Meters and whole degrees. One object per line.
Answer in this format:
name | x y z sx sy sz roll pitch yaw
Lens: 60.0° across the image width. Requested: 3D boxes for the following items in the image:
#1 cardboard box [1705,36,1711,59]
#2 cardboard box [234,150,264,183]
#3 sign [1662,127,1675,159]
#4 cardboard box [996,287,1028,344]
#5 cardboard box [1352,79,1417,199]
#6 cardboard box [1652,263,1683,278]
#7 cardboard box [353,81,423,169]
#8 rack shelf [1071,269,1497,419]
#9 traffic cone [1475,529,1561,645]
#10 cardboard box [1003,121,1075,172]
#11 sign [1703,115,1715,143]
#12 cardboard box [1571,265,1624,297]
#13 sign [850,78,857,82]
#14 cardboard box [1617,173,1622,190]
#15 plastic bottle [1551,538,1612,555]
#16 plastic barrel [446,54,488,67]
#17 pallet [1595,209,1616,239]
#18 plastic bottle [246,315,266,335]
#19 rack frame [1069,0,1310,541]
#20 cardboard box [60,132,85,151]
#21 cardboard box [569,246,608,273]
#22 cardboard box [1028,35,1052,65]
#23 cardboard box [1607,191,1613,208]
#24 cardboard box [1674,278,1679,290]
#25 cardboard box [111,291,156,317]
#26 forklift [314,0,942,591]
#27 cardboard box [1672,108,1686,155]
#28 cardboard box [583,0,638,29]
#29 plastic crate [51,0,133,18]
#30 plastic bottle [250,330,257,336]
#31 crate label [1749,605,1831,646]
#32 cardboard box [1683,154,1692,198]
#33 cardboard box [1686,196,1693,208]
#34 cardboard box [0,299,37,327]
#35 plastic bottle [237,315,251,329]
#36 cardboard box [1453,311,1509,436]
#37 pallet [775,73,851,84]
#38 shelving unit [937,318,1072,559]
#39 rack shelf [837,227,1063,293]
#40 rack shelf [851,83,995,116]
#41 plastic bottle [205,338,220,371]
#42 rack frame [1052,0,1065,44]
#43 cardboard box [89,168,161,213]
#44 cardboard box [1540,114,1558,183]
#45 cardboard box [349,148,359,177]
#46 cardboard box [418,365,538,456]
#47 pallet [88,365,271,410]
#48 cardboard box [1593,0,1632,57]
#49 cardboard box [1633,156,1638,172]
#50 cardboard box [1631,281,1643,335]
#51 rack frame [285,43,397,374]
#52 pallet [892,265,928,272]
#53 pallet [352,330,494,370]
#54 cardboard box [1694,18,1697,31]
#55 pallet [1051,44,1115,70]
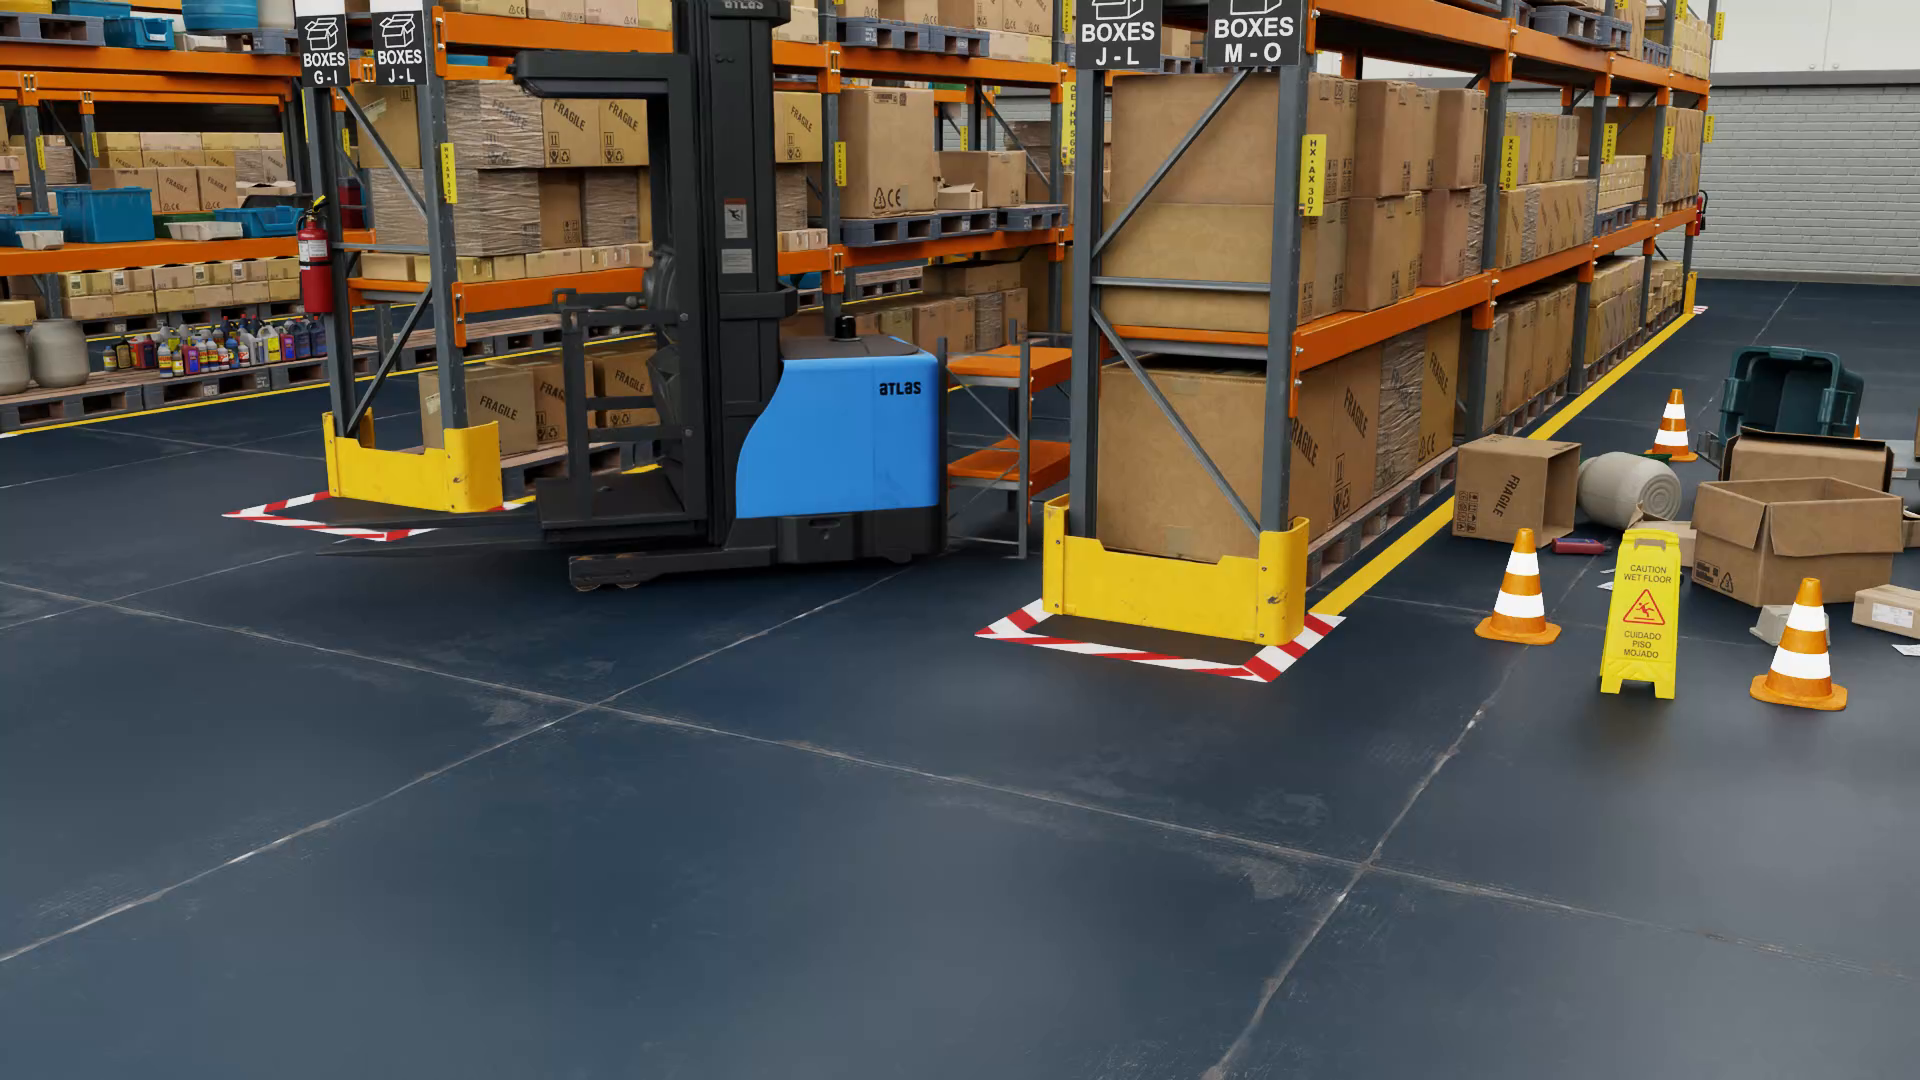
cardboard box | 8.701 -5.891 19.924 0.500 0.250 0.500 7 15 26
cardboard box | -11.025 -5.704 25.402 0.500 0.500 0.500 7 15 28
sign | 7.255 -4.066 17.030 0.100 0.325 0.005 7 15 28
cardboard box | 0.234 -2.187 16.099 0.700 0.500 0.500 6 15 25
cardboard box | 1.754 -1.996 8.289 0.875 0.550 0.550 7 15 28
cardboard box | 8.481 -3.244 20.006 0.380 0.149 0.250 7 15 27
cardboard box | -3.277 -2.507 10.049 0.500 0.500 0.500 7 15 28
rack shelf | 1.933 -1.164 8.998 1.077 0.370 4.000 7 15 28
traffic cone | 2.466 0.181 7.294 0.336 0.463 0.334 7 15 28
cardboard box | 0.908 -4.012 16.922 0.797 0.503 0.637 8 16 30
sign | 9.177 -5.036 20.377 0.100 0.325 0.005 7 15 28
cardboard box | 5.874 -2.417 15.495 0.500 0.250 0.500 8 15 28
sign | -1.381 -6.109 21.556 0.100 0.325 0.005 7 15 28
cardboard box | 5.991 -3.368 15.610 0.380 0.149 0.250 8 16 30
plastic bottle | 3.275 0.035 8.759 0.283 0.061 0.133 2 14 9
plastic barrel | -5.041 -5.167 16.598 0.600 0.901 0.708 7 15 28
pallet | 5.085 -2.810 14.699 1.213 0.211 1.003 7 15 28
plastic bottle | -6.356 -1.859 15.060 0.144 0.351 0.185 7 15 28
rack frame | 0.966 -1.104 7.212 1.000 3.000 0.127 7 15 28
cardboard box | -12.476 -5.701 23.791 0.500 0.250 0.500 8 16 30
cardboard box | -2.479 -1.799 10.630 0.380 0.149 0.250 7 15 28
cardboard box | 0.525 -4.588 15.583 0.500 0.250 0.500 7 15 28
cardboard box | 5.742 -3.117 15.202 0.380 0.149 0.250 8 16 30
cardboard box | 8.446 -3.102 20.051 0.380 0.149 0.250 7 15 26
cardboard box | -9.403 -2.657 18.626 0.500 0.250 0.500 8 16 29
forklift | -1.668 -1.315 8.233 3.031 2.935 1.130 -4 14 -15
cardboard box | 7.706 -4.518 18.392 0.500 0.500 0.500 8 16 29
cardboard box | -2.381 -3.349 10.445 0.500 0.250 0.500 7 15 28
plastic crate | -7.005 -4.123 13.371 0.392 0.384 0.575 7 15 28
plastic bottle | -6.139 -1.698 14.532 0.061 0.283 0.133 7 15 28
crate label | 3.616 0.369 7.210 0.250 0.136 0.298 0 14 -1
cardboard box | 8.219 -4.248 19.406 0.500 0.500 0.500 7 15 28
cardboard box | 8.791 -4.165 20.447 0.380 0.149 0.250 7 15 28
cardboard box | -10.096 -2.378 17.467 0.500 0.250 0.500 7 15 28
plastic bottle | -6.483 -1.876 15.127 0.144 0.351 0.185 8 16 30
cardboard box | 3.121 -1.172 11.401 1.050 0.750 0.750 7 15 28
pallet | -2.155 -5.904 21.126 1.213 0.211 1.003 7 15 28
shelving unit | 0.316 -0.583 9.050 0.538 1.125 1.048 6 15 22
rack shelf | -0.427 -2.568 14.819 1.077 0.370 4.000 7 15 28
rack shelf | -0.895 -6.228 23.603 1.077 0.370 4.000 7 15 28
plastic bottle | -6.299 -1.563 13.998 0.097 0.271 0.097 0 14 0
rack frame | 0.540 -6.244 15.734 1.000 3.000 0.127 7 15 28
cardboard box | -9.423 -3.943 18.774 0.500 0.500 0.500 9 16 32
cardboard box | 4.118 -2.979 12.645 0.700 0.500 0.500 7 15 27
cardboard box | -7.924 -4.846 21.623 0.700 0.500 0.500 2 14 9
cardboard box | -3.011 -0.802 10.396 0.500 0.500 0.500 11 17 38
pallet | -6.679 -1.328 14.093 1.003 0.211 1.213 7 15 28
cardboard box | 5.342 -4.339 14.017 0.500 0.500 0.500 7 15 28
cardboard box | 6.488 -3.724 16.453 0.380 0.149 0.250 7 15 26
cardboard box | 6.630 -2.374 16.919 0.500 0.500 0.500 7 15 27
rack frame | -5.729 -3.068 15.360 1.000 3.000 0.127 7 15 28
pallet | -0.361 -4.010 25.216 1.003 0.211 1.213 7 15 28
pallet | -5.383 -1.878 16.374 1.003 0.211 1.213 7 15 28
cardboard box | 8.150 -5.848 18.892 0.380 0.149 0.250 8 16 29
pallet | 0.805 -4.832 16.680 1.213 0.211 1.003 8 16 31
